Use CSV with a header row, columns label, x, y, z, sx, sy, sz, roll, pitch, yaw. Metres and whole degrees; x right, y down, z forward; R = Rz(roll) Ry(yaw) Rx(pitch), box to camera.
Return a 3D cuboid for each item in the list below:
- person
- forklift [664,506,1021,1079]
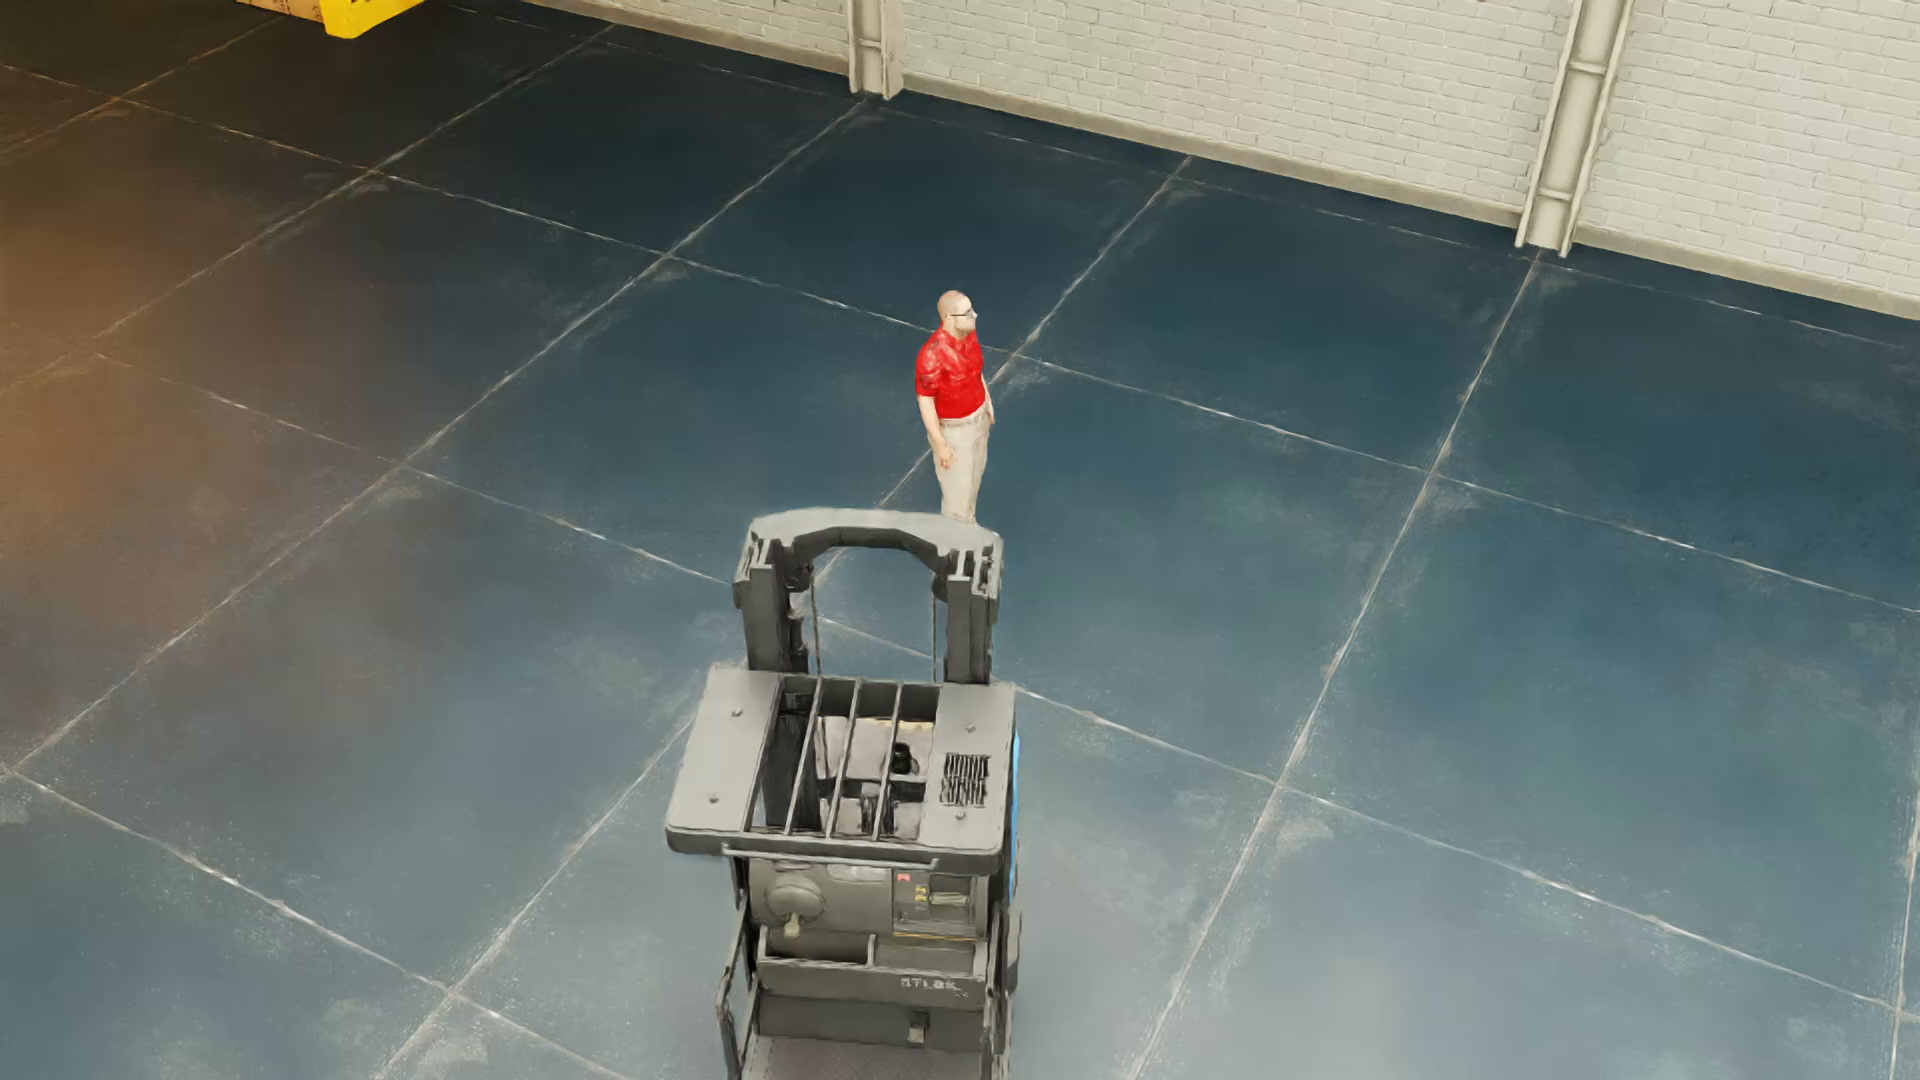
label,x,y,z,sx,sy,sz,roll,pitch,yaw
person,0.074,-0.633,9.660,0.550,1.727,0.640,18,43,21
forklift,-0.370,1.447,6.269,1.130,2.935,3.031,3,40,4
